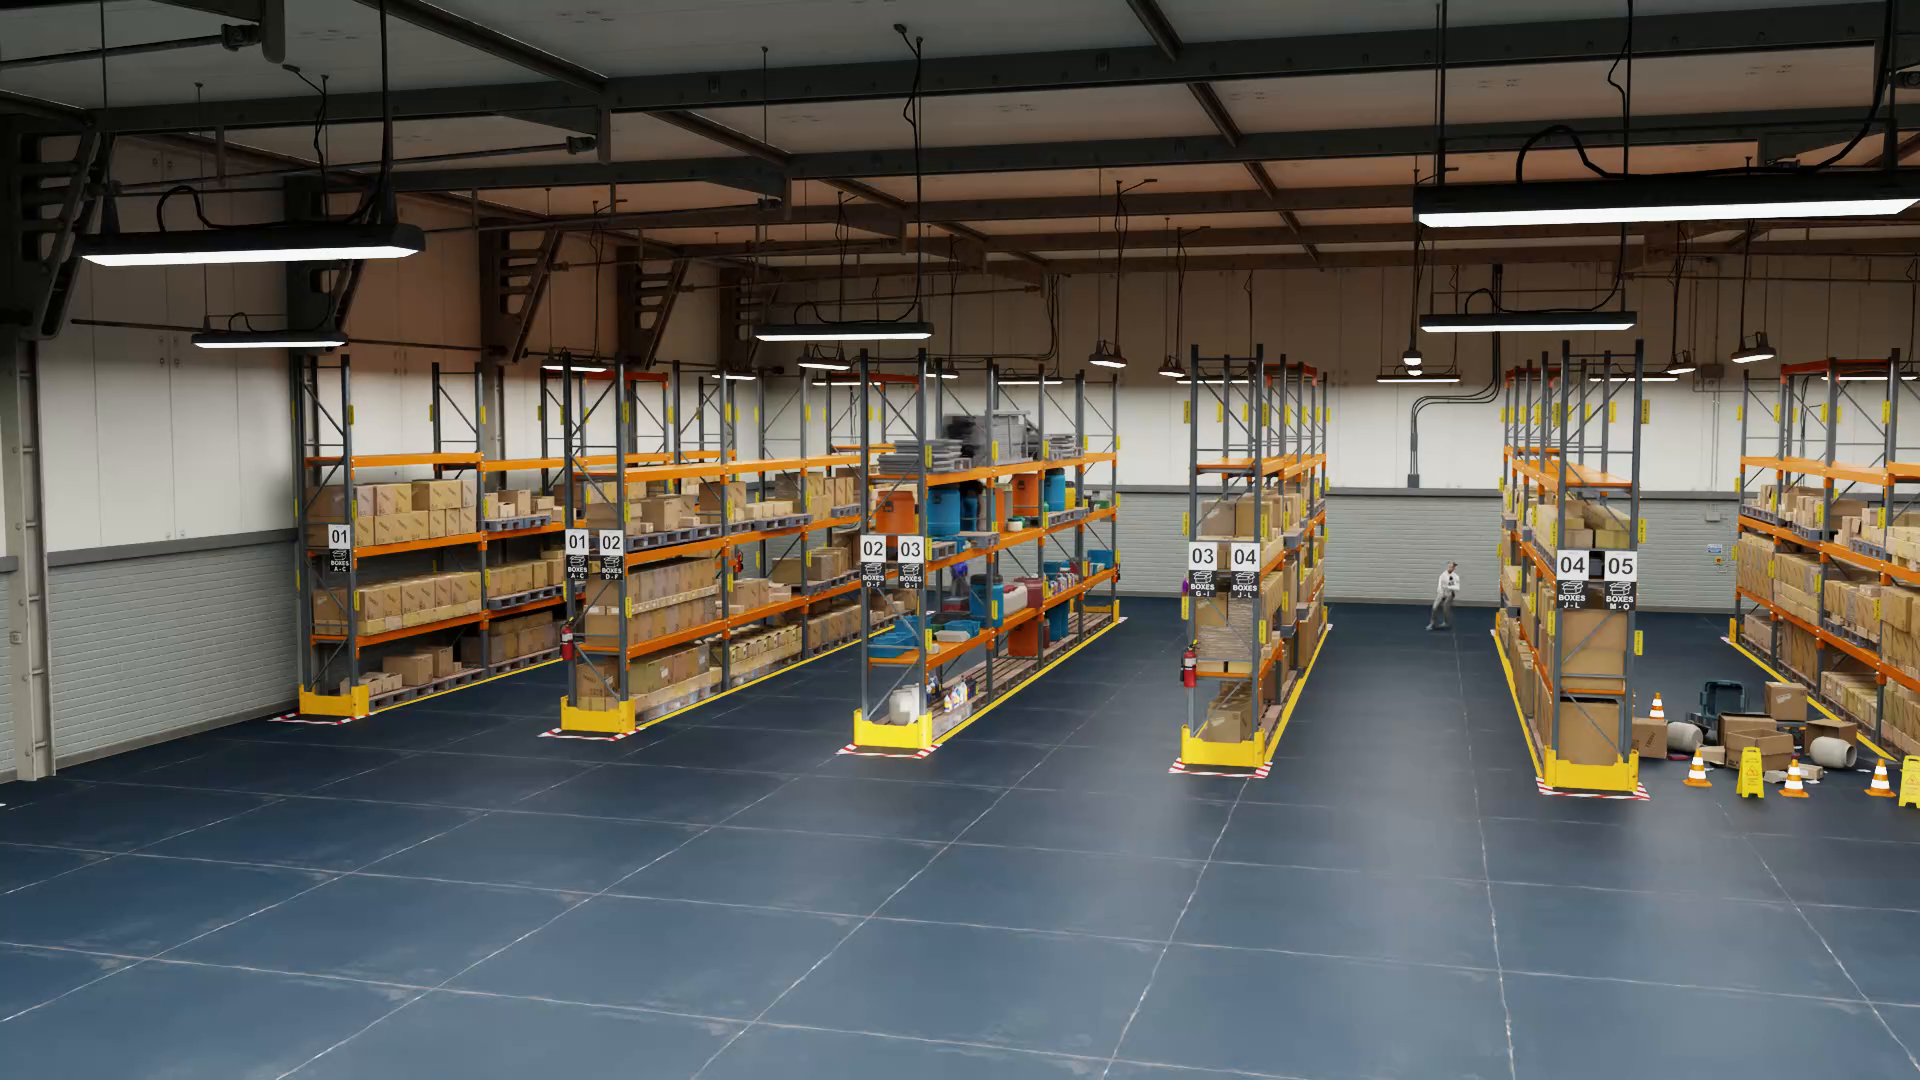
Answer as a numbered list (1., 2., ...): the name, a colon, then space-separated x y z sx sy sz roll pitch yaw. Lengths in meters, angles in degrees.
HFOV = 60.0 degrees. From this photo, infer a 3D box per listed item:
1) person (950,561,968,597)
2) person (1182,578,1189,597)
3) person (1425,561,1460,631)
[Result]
1. person: -0.031 1.107 41.242 0.482 1.670 0.783 1 4 11
2. person: 5.206 1.399 36.528 0.653 1.711 0.966 1 4 7
3. person: 11.287 1.291 38.617 0.705 1.647 0.735 -4 6 -45
